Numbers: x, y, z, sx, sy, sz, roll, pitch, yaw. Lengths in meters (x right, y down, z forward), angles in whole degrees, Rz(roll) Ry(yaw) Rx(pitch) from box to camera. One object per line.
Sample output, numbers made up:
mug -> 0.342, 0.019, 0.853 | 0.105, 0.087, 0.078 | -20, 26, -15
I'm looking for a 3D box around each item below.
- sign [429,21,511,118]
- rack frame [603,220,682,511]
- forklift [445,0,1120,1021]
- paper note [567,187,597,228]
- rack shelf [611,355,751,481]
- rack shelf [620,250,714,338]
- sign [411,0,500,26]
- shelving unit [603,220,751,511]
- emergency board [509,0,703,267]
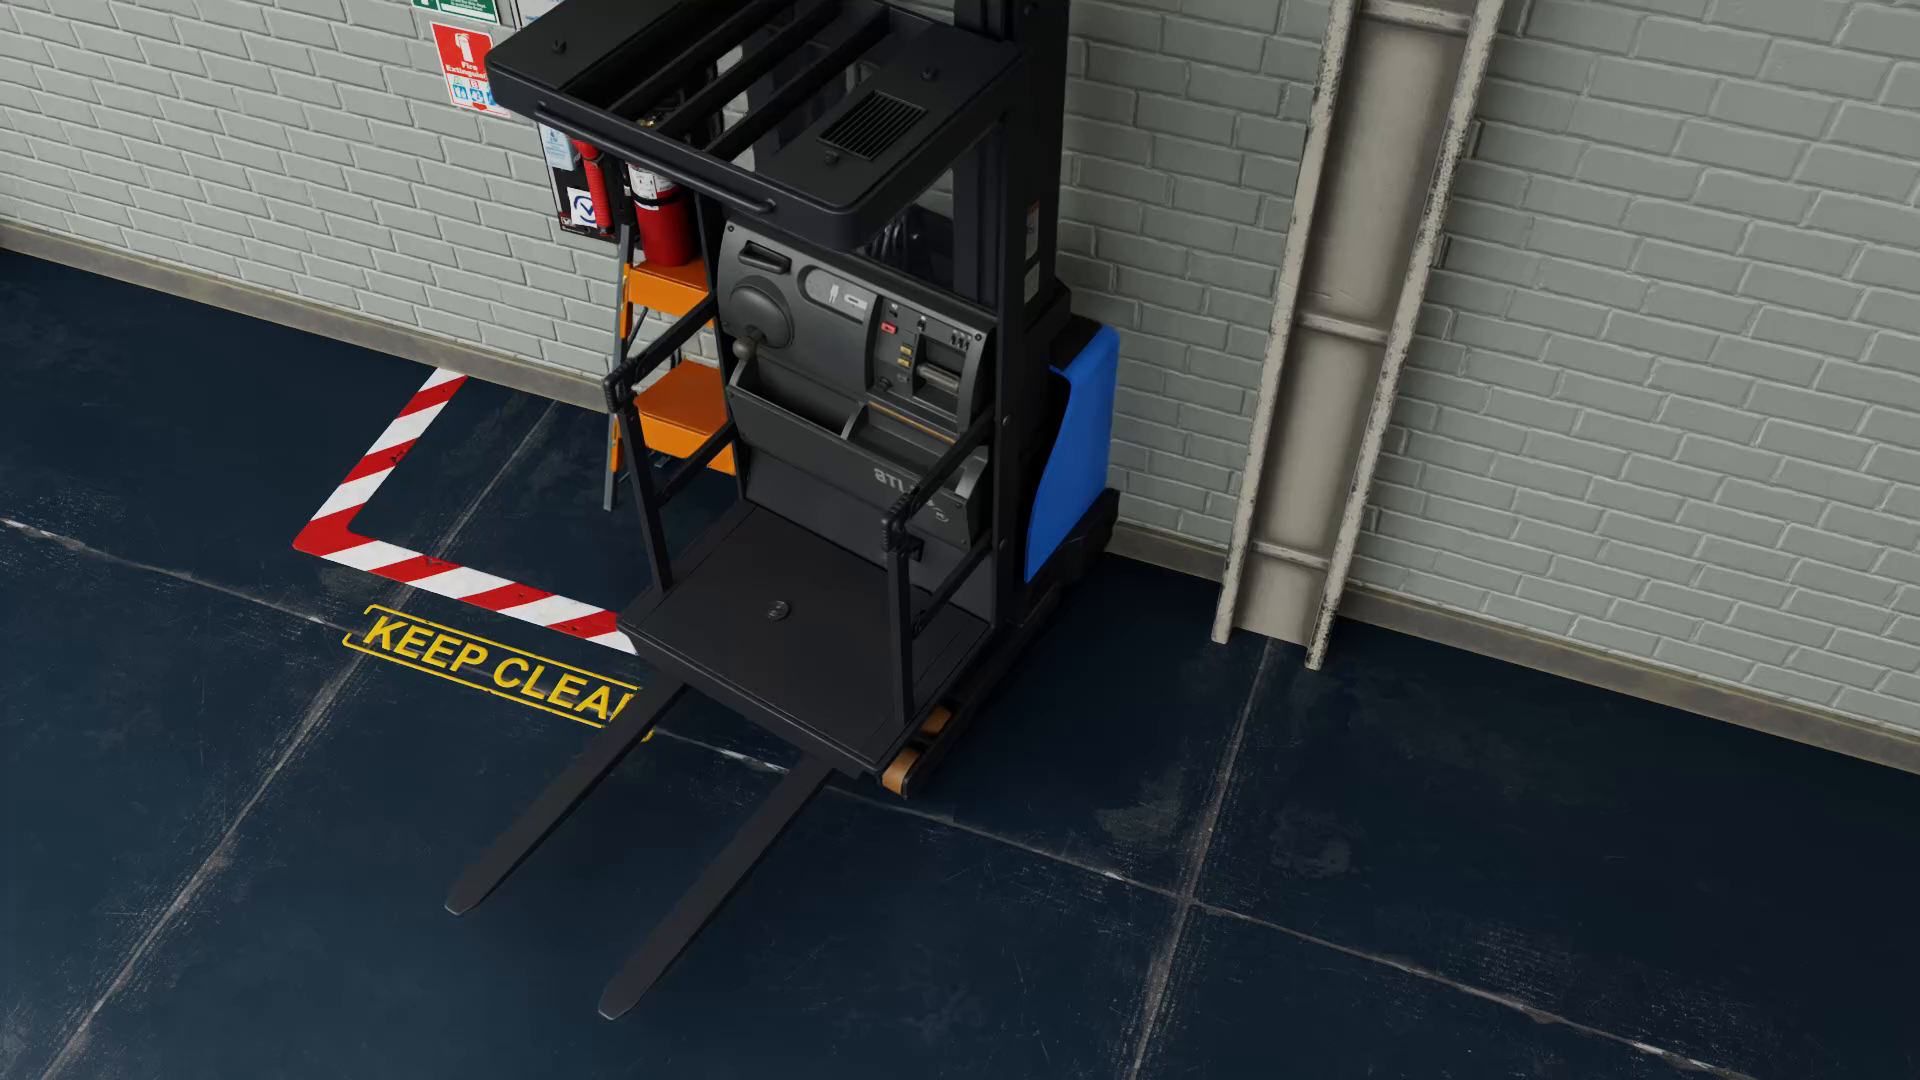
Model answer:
sign -> -1.653, -1.586, 5.616 | 0.234, 0.329, 0.001 | 16, 51, 13
rack frame -> -1.130, -0.694, 6.062 | 0.032, 1.125, 0.500 | 18, 32, 12
forklift -> -0.444, -0.531, 4.771 | 1.130, 2.935, 3.031 | 26, 54, 21
paper note -> -1.312, -1.164, 5.856 | 0.142, 0.148, 0.016 | 16, 51, 13
rack shelf -> -0.698, -0.333, 6.087 | 1.000, 0.278, 0.538 | 18, 32, 12
rack shelf -> -0.609, -0.783, 5.807 | 1.000, 0.278, 0.538 | 18, 32, 12
sign -> -1.652, -1.752, 5.410 | 0.331, 0.109, 0.001 | 16, 51, 13
shelving unit -> -0.658, -0.538, 5.959 | 1.048, 1.125, 0.538 | 18, 32, 12
emergency board -> -1.170, -1.357, 5.441 | 0.643, 1.169, 0.194 | 16, 51, 13
